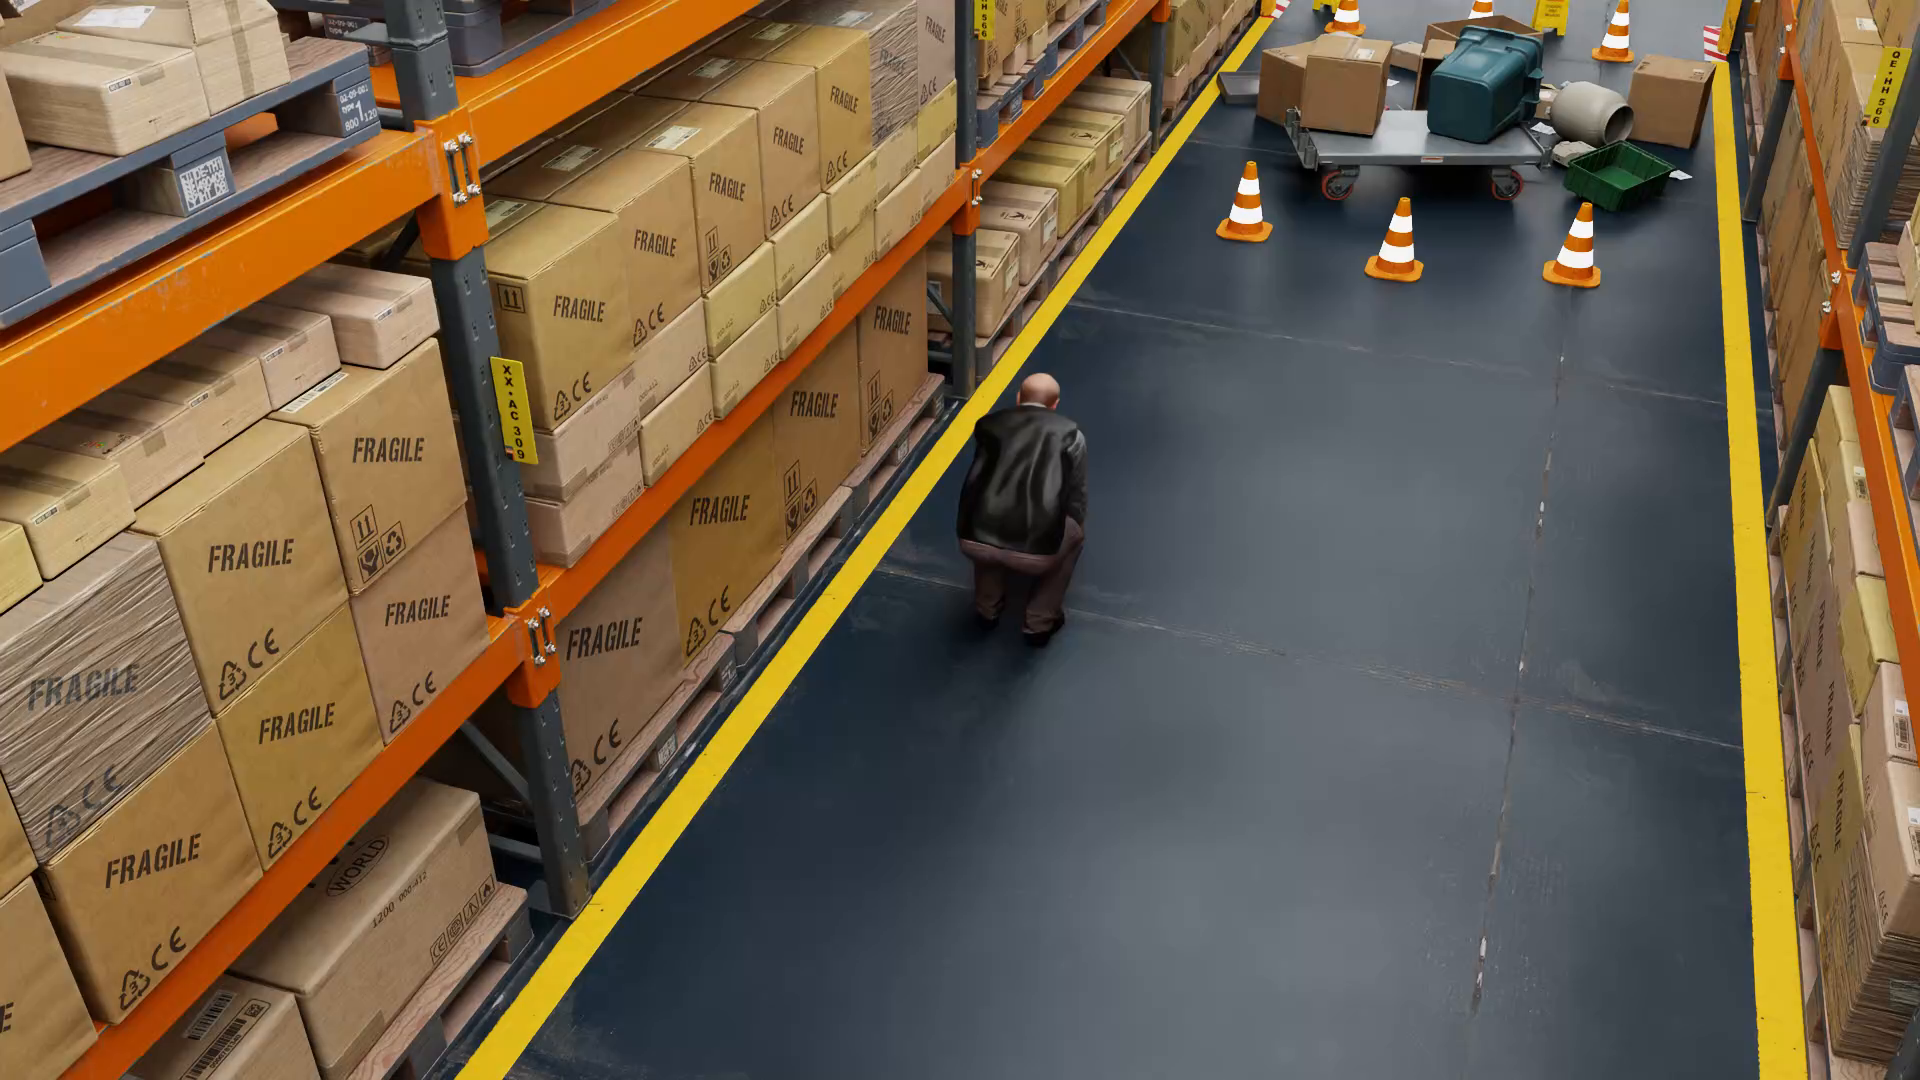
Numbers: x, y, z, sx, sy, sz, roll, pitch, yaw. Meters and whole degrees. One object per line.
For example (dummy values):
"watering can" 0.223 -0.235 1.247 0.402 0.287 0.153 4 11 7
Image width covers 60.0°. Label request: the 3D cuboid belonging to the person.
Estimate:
"person" 0.270 -0.093 7.046 0.509 0.924 0.890 10 34 15
